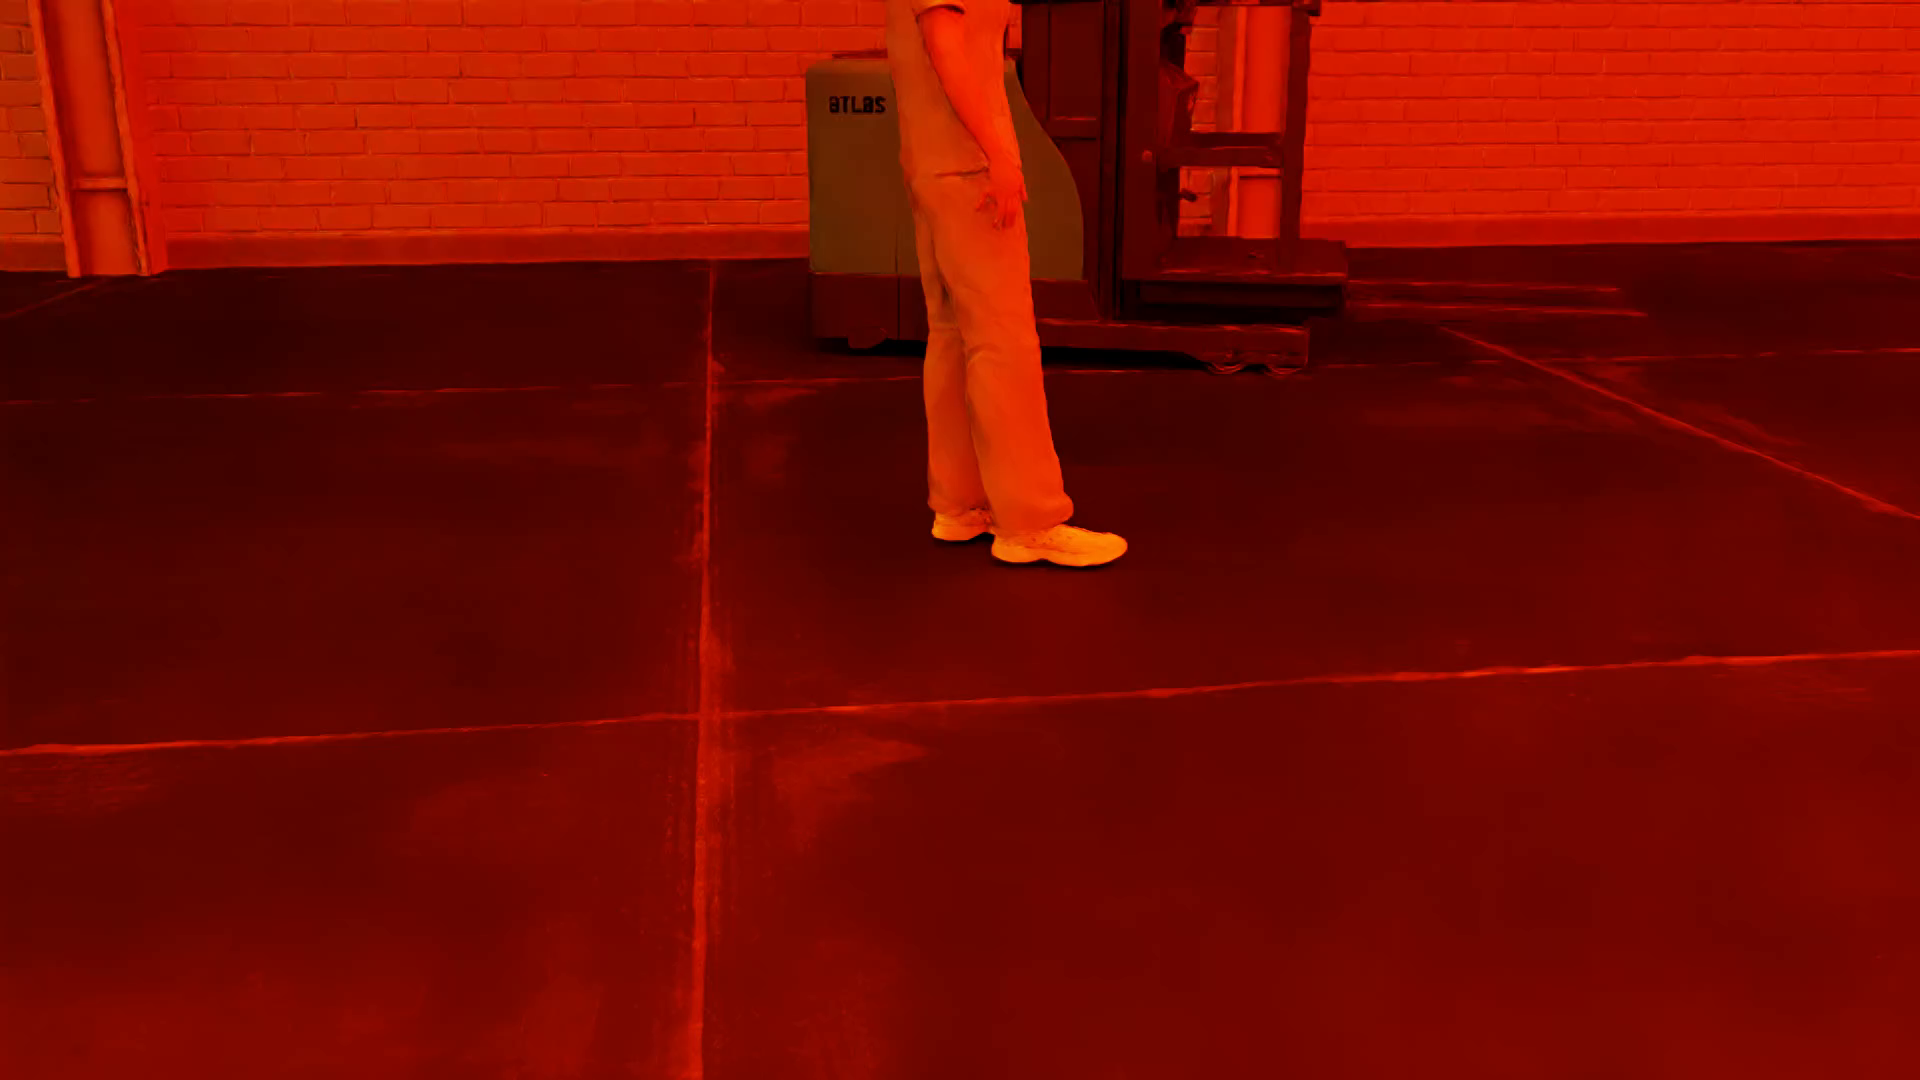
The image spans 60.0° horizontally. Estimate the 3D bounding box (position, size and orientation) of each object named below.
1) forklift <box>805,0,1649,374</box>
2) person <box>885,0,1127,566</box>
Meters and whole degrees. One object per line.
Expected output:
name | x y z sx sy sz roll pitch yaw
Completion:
forklift | 0.992 -2.161 6.056 3.031 2.935 1.130 4 17 11
person | 0.086 -0.803 3.723 0.526 1.663 0.550 -2 17 -8
